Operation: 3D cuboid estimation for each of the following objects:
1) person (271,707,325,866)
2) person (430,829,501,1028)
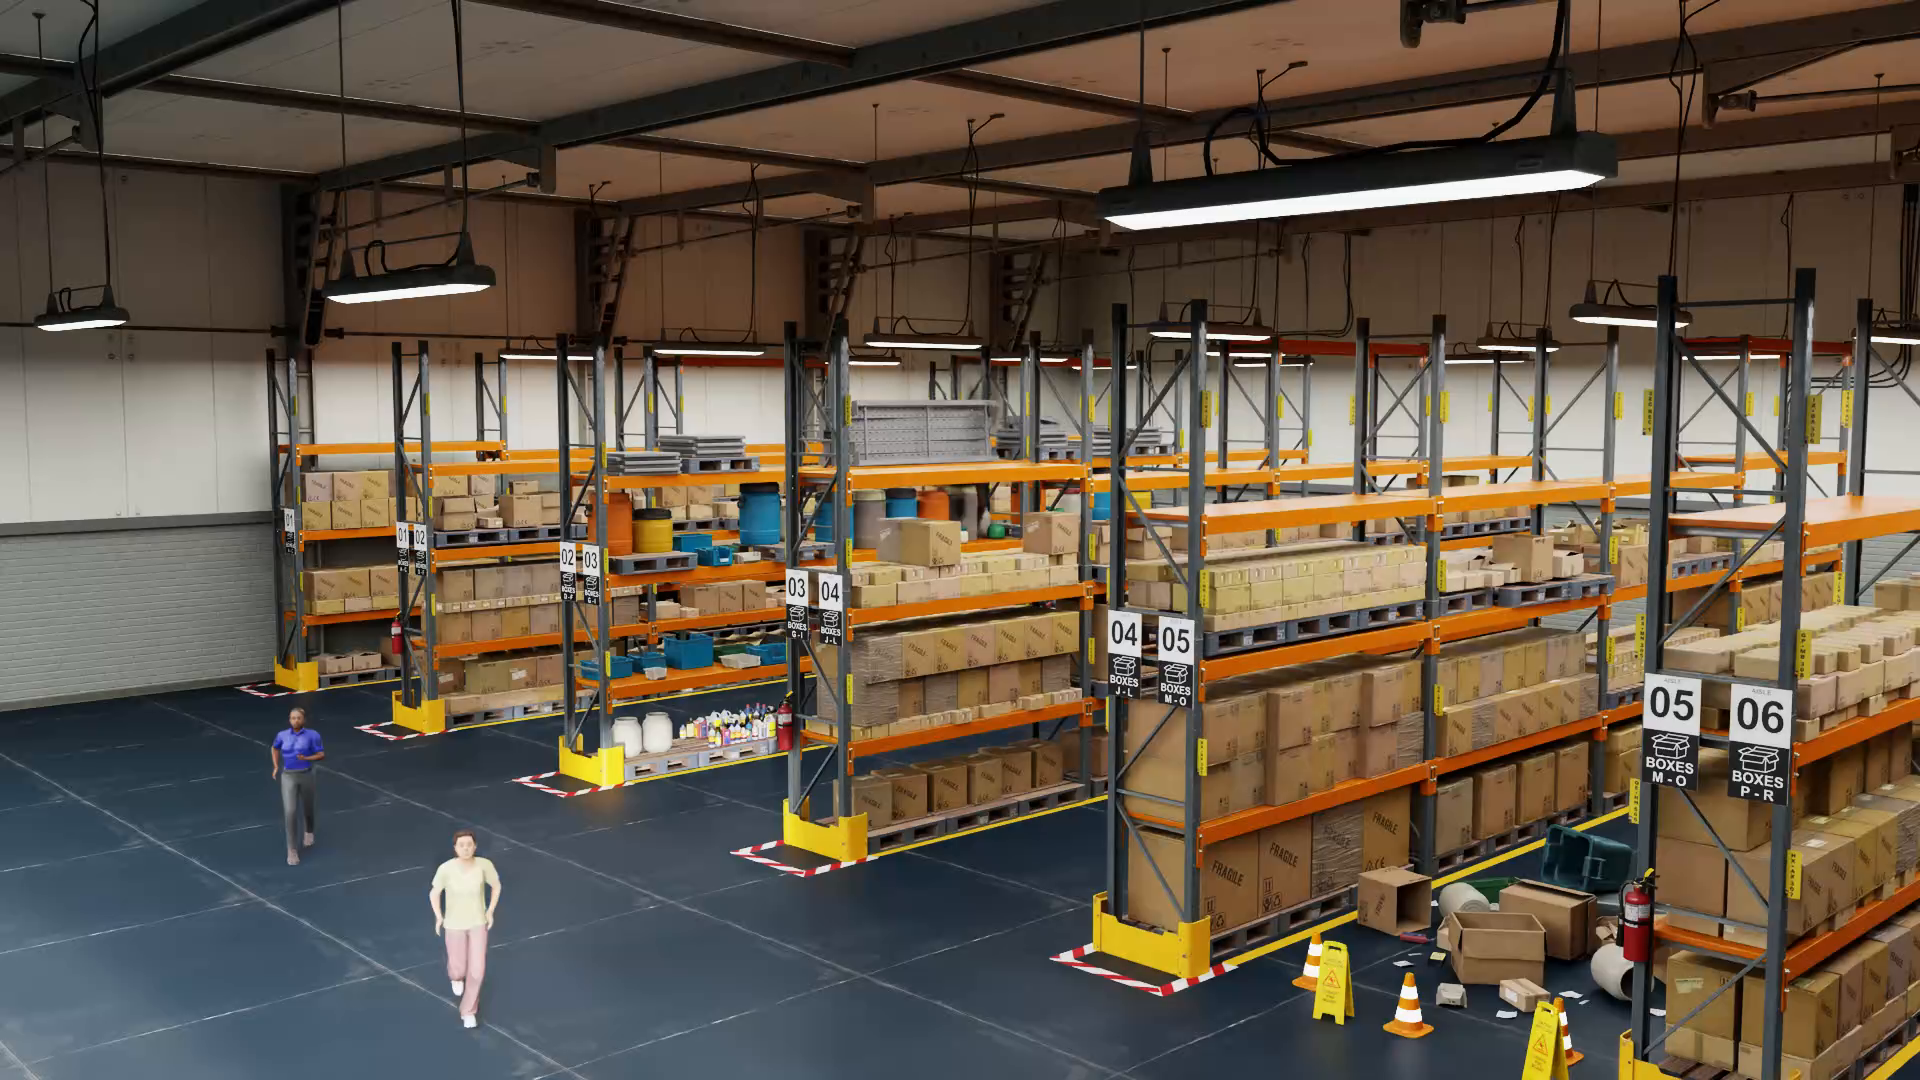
[{"bbox_3d":[-7.416,2.751,18.654,0.562,1.601,0.885,-2,5,-20],"label":"person"},{"bbox_3d":[-4.096,3.170,13.806,0.569,1.621,0.622,-2,5,-20],"label":"person"}]
